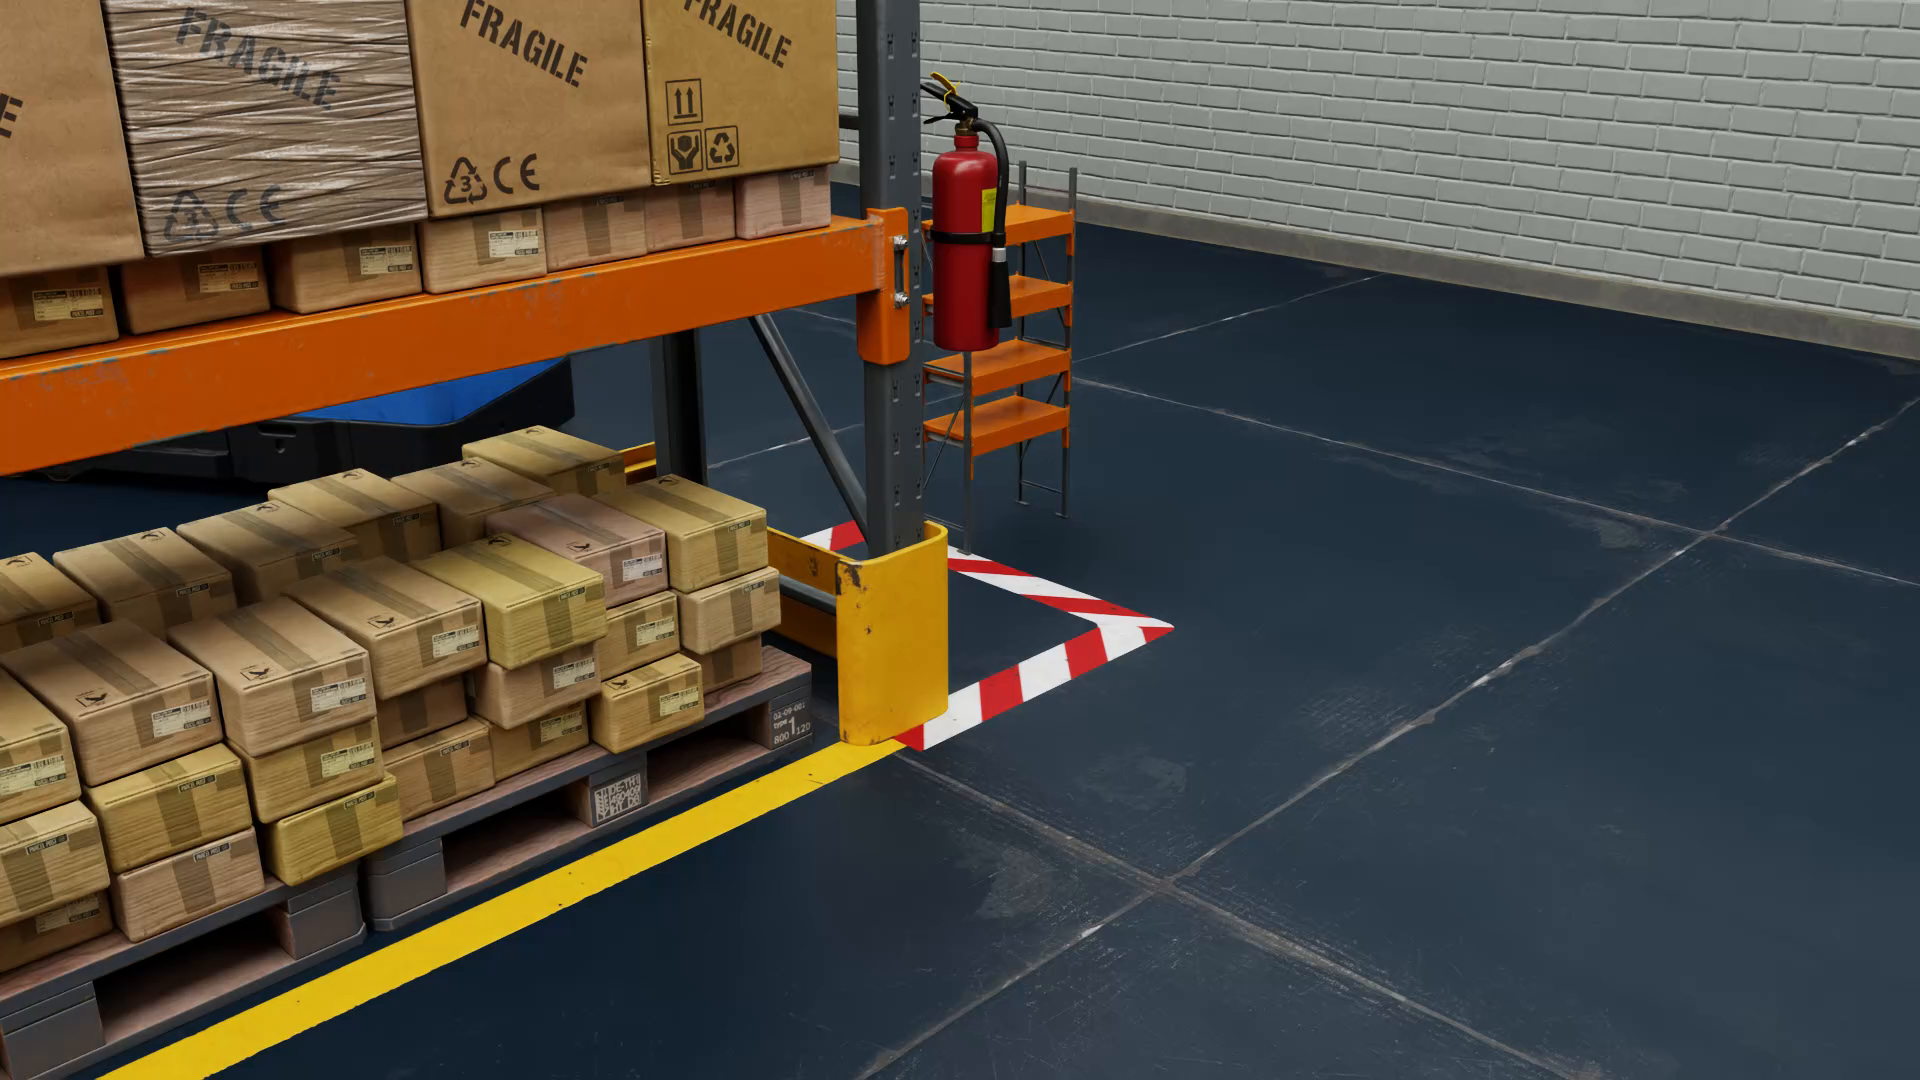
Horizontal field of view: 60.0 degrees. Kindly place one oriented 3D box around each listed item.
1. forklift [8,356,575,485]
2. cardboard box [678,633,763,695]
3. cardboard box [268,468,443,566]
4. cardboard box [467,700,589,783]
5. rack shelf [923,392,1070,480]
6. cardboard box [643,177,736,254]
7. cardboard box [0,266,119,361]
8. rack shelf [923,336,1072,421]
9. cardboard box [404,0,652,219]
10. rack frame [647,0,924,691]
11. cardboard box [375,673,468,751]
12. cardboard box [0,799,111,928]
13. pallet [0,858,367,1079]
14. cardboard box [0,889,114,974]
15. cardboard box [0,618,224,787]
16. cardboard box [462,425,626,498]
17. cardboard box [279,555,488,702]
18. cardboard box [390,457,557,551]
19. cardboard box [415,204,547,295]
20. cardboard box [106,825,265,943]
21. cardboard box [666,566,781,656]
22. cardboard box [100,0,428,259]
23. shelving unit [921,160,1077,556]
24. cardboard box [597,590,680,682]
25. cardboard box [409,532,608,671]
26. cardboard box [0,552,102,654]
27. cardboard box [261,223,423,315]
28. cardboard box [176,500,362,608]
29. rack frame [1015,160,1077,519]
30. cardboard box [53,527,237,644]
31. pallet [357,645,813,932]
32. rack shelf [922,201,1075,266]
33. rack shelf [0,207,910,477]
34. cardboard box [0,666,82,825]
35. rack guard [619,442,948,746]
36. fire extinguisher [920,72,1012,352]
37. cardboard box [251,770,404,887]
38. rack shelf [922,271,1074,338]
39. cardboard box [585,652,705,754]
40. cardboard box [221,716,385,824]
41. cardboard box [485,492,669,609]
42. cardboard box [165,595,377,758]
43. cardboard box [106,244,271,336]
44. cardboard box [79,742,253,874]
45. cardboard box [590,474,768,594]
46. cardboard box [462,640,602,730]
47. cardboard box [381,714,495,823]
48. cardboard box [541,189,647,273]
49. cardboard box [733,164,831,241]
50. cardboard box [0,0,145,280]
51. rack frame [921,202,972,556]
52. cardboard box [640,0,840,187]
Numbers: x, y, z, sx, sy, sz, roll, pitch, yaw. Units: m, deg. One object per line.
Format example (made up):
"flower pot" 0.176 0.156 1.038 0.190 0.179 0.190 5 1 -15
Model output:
"forklift" -3.117 -1.761 6.072 3.031 2.935 1.130 5 22 12
"cardboard box" -0.708 0.244 4.146 0.250 0.149 0.380 -20 28 -41
"cardboard box" -1.473 -0.037 4.050 0.380 0.149 0.250 19 28 40
"cardboard box" -1.061 0.382 3.787 0.380 0.149 0.250 19 28 40
"rack shelf" 0.116 -0.355 5.565 0.258 0.148 0.480 19 28 41
"cardboard box" -0.715 -0.751 3.699 0.380 0.149 0.250 19 28 41
"cardboard box" -1.650 -0.425 2.848 0.250 0.149 0.380 -20 28 -41
"rack shelf" 0.116 -0.540 5.494 0.258 0.148 0.480 19 28 41
"cardboard box" -0.982 -0.952 3.317 0.500 0.500 0.500 19 28 40
"rack frame" -0.490 -1.078 4.198 1.000 3.000 0.127 19 28 41
"cardboard box" -1.276 0.303 3.580 0.380 0.149 0.250 19 28 40
"cardboard box" -1.731 0.535 2.977 0.380 0.149 0.250 20 28 41
"pallet" -1.986 0.755 3.315 1.003 0.211 1.213 19 28 41
"cardboard box" -1.792 0.642 3.113 0.250 0.149 0.380 -19 28 -41
"cardboard box" -1.621 0.301 3.170 0.380 0.149 0.250 18 27 39
"cardboard box" -1.099 -0.171 4.398 0.380 0.149 0.250 18 27 38
"cardboard box" -1.210 0.178 3.490 0.380 0.149 0.250 18 27 39
"cardboard box" -1.205 -0.070 4.135 0.250 0.149 0.380 -20 28 -41
"cardboard box" -1.041 -0.612 3.335 0.250 0.149 0.380 -19 28 -41
"cardboard box" -1.562 0.595 3.233 0.250 0.149 0.380 -20 28 -41
"cardboard box" -0.654 0.125 4.042 0.380 0.149 0.250 18 28 39
"cardboard box" -1.329 -0.820 2.972 0.500 0.500 0.500 19 28 41
"shelving unit" 0.116 -0.603 5.470 0.258 1.200 0.503 19 28 41
"cardboard box" -0.875 0.179 3.902 0.380 0.149 0.250 18 28 39
"cardboard box" -0.984 0.127 3.621 0.380 0.149 0.250 18 28 39
"cardboard box" -2.003 0.172 3.505 0.250 0.149 0.380 -20 28 -41
"cardboard box" -1.246 -0.551 3.178 0.380 0.149 0.250 18 27 38
"cardboard box" -1.586 0.047 3.830 0.380 0.149 0.250 18 27 38
"rack frame" 0.286 -0.665 5.633 0.240 1.200 0.015 19 28 41
"cardboard box" -1.787 0.116 3.651 0.250 0.149 0.380 -19 28 -40
"pallet" -1.135 0.443 4.127 1.003 0.211 1.213 19 28 41
"rack shelf" 0.116 -0.969 5.329 0.258 0.148 0.480 19 28 41
"rack shelf" -1.885 -0.228 2.989 1.077 0.370 4.000 19 28 41
"cardboard box" -1.783 0.375 2.976 0.380 0.149 0.250 19 28 41
"rack guard" -0.543 0.109 4.595 1.175 0.500 0.348 19 28 41
"fire extinguisher" 0.016 -0.817 4.146 0.296 0.674 0.183 19 28 41
"cardboard box" -1.357 0.530 3.402 0.380 0.149 0.250 18 27 38
"rack shelf" 0.116 -0.749 5.414 0.258 0.148 0.480 19 28 41
"cardboard box" -0.815 0.336 3.908 0.250 0.149 0.380 -19 28 -40
"cardboard box" -1.367 0.396 3.338 0.250 0.149 0.380 -20 28 -41
"cardboard box" -0.894 0.029 3.877 0.250 0.149 0.380 -20 28 -41
"cardboard box" -1.357 0.261 3.274 0.250 0.149 0.380 -19 28 -40
"cardboard box" -1.477 -0.497 3.037 0.380 0.149 0.250 18 27 38
"cardboard box" -1.559 0.457 3.179 0.250 0.149 0.380 -18 28 -39
"cardboard box" -0.678 -0.021 4.008 0.380 0.149 0.250 20 28 41
"cardboard box" -1.015 0.259 3.693 0.380 0.149 0.250 18 27 39
"cardboard box" -1.224 0.449 3.614 0.380 0.149 0.250 20 28 41
"cardboard box" -0.880 -0.683 3.521 0.380 0.149 0.250 19 28 40
"cardboard box" -0.515 -0.806 3.841 0.380 0.149 0.250 19 28 41
"cardboard box" -1.684 -0.694 2.645 0.500 0.500 0.500 -18 28 -39
"rack frame" -0.055 -0.540 5.307 0.240 1.200 0.015 19 28 41
"cardboard box" -0.619 -1.083 3.658 0.500 0.500 0.500 -19 28 -41
